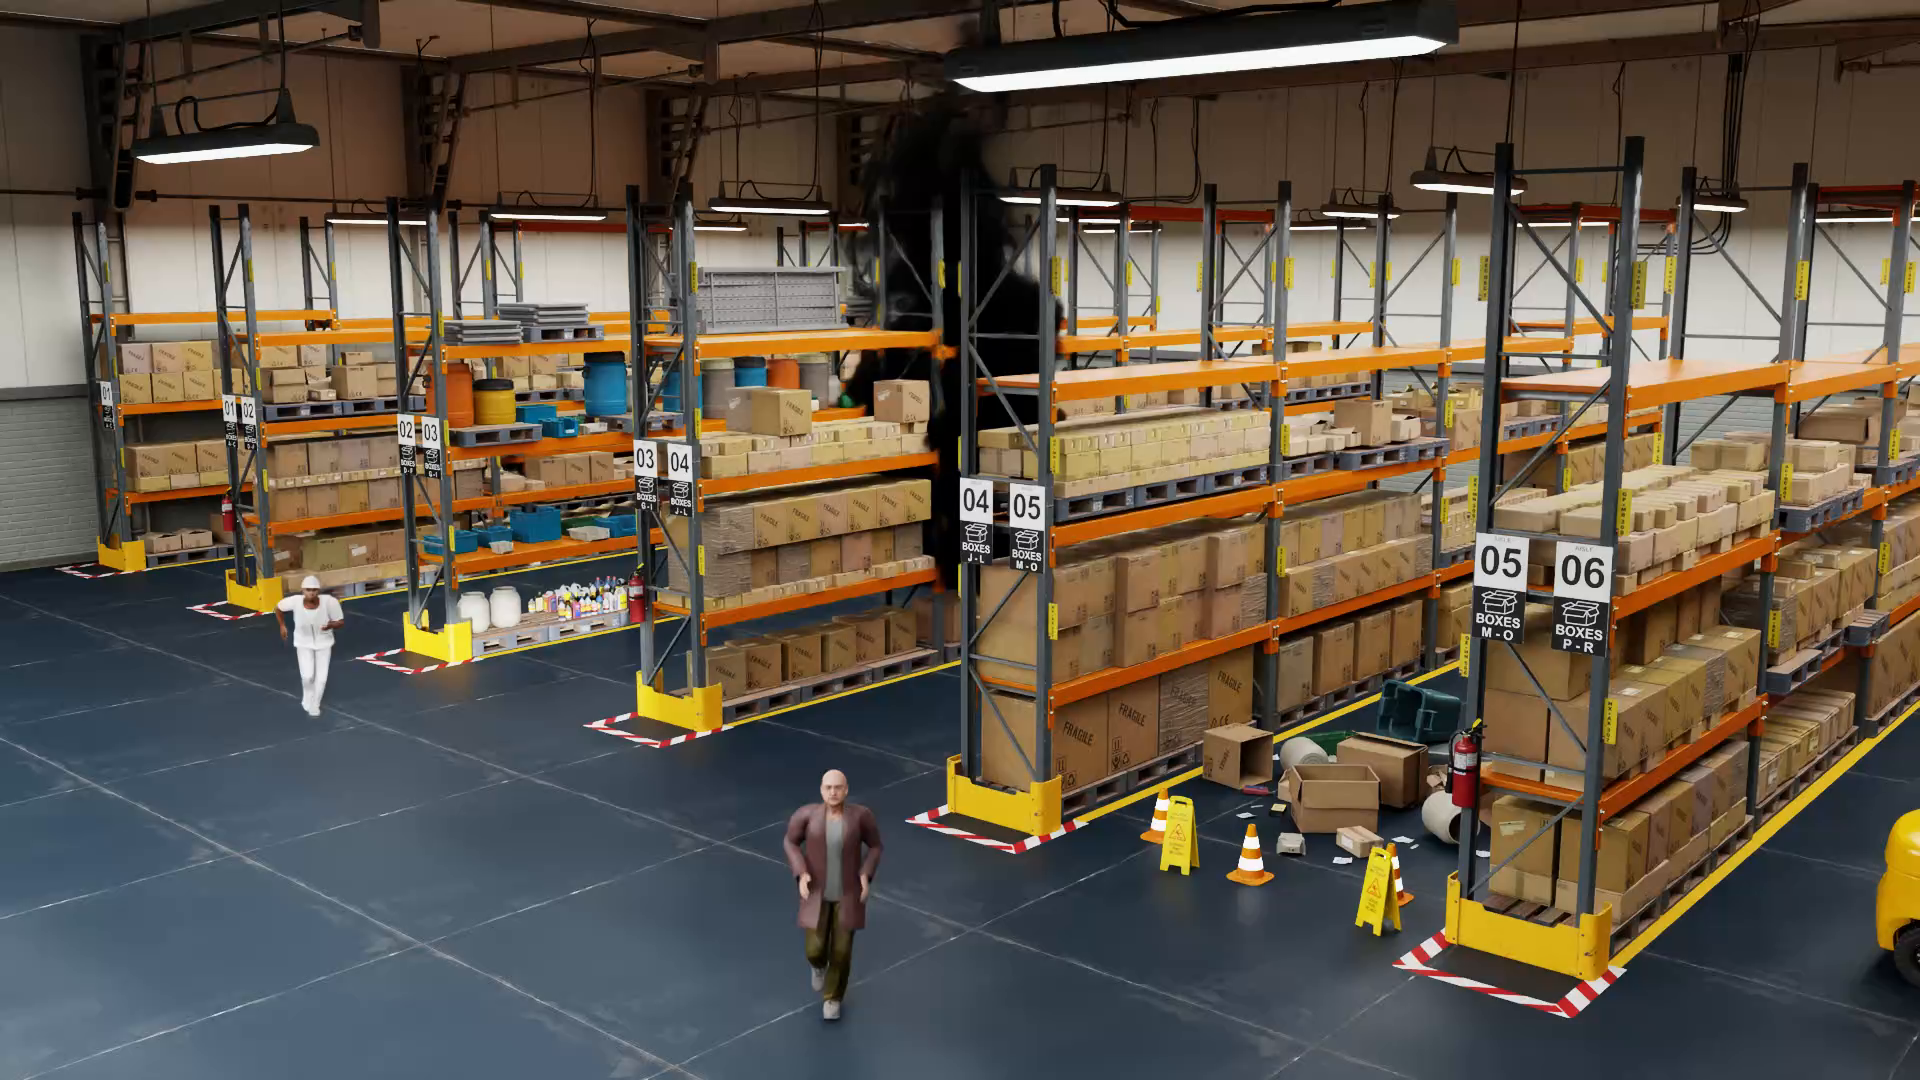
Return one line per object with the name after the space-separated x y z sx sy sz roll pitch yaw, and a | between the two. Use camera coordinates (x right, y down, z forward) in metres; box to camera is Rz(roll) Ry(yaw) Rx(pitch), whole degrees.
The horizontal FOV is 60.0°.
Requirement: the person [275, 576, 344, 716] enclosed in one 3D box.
-7.334 1.218 18.832 0.683 1.678 0.818 -5 11 -27 | person

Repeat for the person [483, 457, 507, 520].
-8.612 -0.764 30.848 0.600 1.678 0.817 6 11 31 | person

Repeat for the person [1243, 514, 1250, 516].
3.871 0.530 22.585 0.658 1.782 0.984 5 11 26 | person

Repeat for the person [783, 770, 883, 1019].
-0.874 2.424 11.496 0.694 1.730 0.632 -1 9 -4 | person
